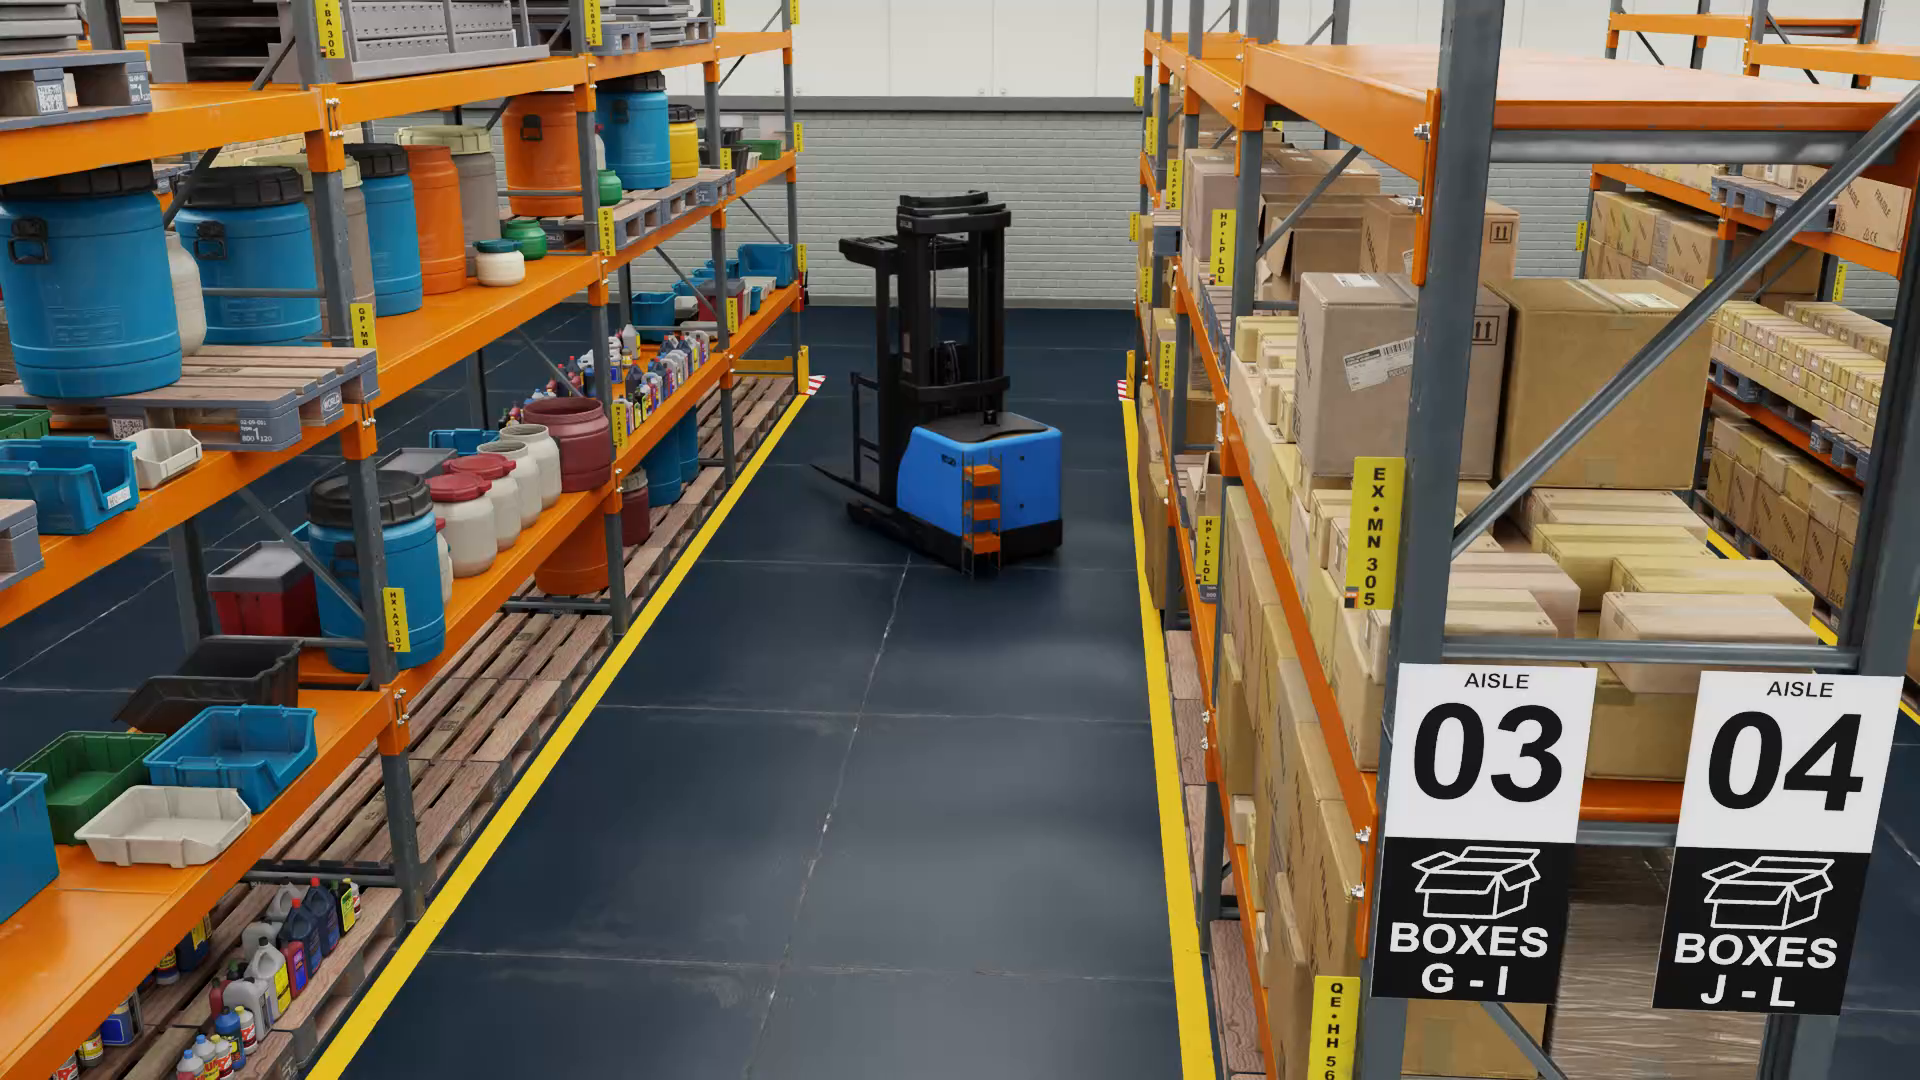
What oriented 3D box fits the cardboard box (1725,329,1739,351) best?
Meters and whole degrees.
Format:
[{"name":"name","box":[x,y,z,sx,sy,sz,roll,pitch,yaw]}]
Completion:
[{"name":"cardboard box","box":[6.678,-1.680,13.985,0.380,0.149,0.250,2,18,5]}]

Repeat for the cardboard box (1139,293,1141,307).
[{"name":"cardboard box","box":[2.120,-2.574,17.866,0.380,0.149,0.250,1,18,3]}]

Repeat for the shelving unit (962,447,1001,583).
[{"name":"shelving unit","box":[0.171,-0.199,13.345,0.252,1.050,0.215,-9,20,-24]}]

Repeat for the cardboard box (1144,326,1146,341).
[{"name":"cardboard box","box":[1.991,-2.016,16.161,0.380,0.149,0.250,1,18,3]}]

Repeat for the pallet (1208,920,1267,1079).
[{"name":"pallet","box":[1.673,2.146,7.536,1.003,0.211,1.213,1,18,4]}]

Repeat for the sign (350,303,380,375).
[{"name":"sign","box":[-2.707,-0.914,7.562,0.100,0.325,0.005,1,18,4]}]

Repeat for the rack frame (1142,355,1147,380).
[{"name":"rack frame","box":[2.549,-3.116,19.115,0.949,2.616,0.053,1,18,4]}]

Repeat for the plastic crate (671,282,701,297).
[{"name":"plastic crate","box":[-2.856,-2.604,17.725,0.416,0.233,0.300,1,18,4]}]

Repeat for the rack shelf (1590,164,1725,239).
[{"name":"rack shelf","box":[7.343,-3.436,16.431,1.077,0.370,4.000,1,18,4]}]

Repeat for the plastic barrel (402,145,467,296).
[{"name":"plastic barrel","box":[-3.290,-1.918,9.952,0.600,0.830,0.708,1,18,4]}]

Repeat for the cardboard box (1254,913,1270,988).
[{"name":"cardboard box","box":[1.216,1.411,5.702,0.380,0.149,0.250,1,18,4]}]

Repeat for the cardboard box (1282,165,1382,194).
[{"name":"cardboard box","box":[2.111,-1.875,9.548,0.500,0.500,0.500,2,18,5]}]

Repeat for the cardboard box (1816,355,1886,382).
[{"name":"cardboard box","box":[6.545,-1.257,12.215,0.380,0.149,0.250,2,18,6]}]

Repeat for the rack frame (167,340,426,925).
[{"name":"rack frame","box":[-3.254,0.500,8.078,1.000,3.000,0.127,1,18,4]}]

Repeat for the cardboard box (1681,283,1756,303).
[{"name":"cardboard box","box":[6.952,-2.077,15.306,0.500,0.500,0.500,1,18,4]}]

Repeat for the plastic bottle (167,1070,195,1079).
[{"name":"plastic bottle","box":[-3.066,2.198,6.552,0.061,0.283,0.133,2,18,5]}]

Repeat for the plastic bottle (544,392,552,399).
[{"name":"plastic bottle","box":[-3.279,-1.071,13.194,0.097,0.201,0.097,0,18,0]}]

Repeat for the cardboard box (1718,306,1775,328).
[{"name":"cardboard box","box":[6.698,-1.896,14.164,0.380,0.149,0.250,2,18,5]}]

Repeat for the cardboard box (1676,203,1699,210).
[{"name":"cardboard box","box":[7.637,-3.171,17.039,0.500,0.500,0.500,2,18,7]}]

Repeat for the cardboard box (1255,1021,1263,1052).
[{"name":"cardboard box","box":[1.584,1.901,7.145,0.500,0.500,0.500,7,20,21]}]

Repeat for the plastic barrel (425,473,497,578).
[{"name":"plastic barrel","box":[-2.915,-0.084,9.645,0.433,0.535,0.433,0,18,0]}]

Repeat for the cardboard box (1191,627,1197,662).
[{"name":"cardboard box","box":[1.944,0.556,11.217,0.700,0.500,0.500,0,18,1]}]

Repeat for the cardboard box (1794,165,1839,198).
[{"name":"cardboard box","box":[6.958,-2.929,12.886,0.797,0.503,0.637,1,18,3]}]

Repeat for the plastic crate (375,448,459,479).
[{"name":"plastic crate","box":[-3.389,-0.277,10.349,0.402,0.464,0.583,1,18,4]}]

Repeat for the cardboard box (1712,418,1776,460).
[{"name":"cardboard box","box":[6.883,-0.876,14.415,0.500,0.250,0.500,0,18,1]}]

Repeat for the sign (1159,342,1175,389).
[{"name":"sign","box":[1.419,-1.193,11.387,0.100,0.325,0.005,1,18,4]}]

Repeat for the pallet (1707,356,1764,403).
[{"name":"pallet","box":[6.999,-1.406,14.205,1.003,0.211,1.213,1,18,4]}]

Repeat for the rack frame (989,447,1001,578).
[{"name":"rack frame","box":[0.281,-0.216,13.395,0.008,1.050,0.200,-9,20,-24]}]

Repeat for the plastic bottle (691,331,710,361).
[{"name":"plastic bottle","box":[-2.387,-1.796,15.285,0.152,0.276,0.135,1,18,4]}]

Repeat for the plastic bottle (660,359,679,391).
[{"name":"plastic bottle","box":[-2.475,-1.412,14.113,0.152,0.276,0.135,1,18,4]}]

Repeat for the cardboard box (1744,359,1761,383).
[{"name":"cardboard box","box":[6.639,-1.379,13.543,0.380,0.149,0.250,0,18,1]}]

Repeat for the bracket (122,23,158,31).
[{"name":"bracket","box":[-7.478,-5.292,17.054,0.831,0.071,3.687,1,18,4]}]

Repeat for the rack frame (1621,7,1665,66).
[{"name":"rack frame","box":[7.483,-5.825,17.748,0.949,2.616,0.053,1,18,4]}]

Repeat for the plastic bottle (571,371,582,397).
[{"name":"plastic bottle","box":[-3.125,-1.231,13.549,0.061,0.283,0.133,1,18,4]}]

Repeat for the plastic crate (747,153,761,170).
[{"name":"plastic crate","box":[-2.295,-3.879,17.051,0.437,0.136,0.530,1,18,4]}]

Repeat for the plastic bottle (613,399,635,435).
[{"name":"plastic bottle","box":[-2.581,-0.954,12.716,0.152,0.276,0.135,1,18,4]}]

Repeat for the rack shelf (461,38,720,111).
[{"name":"rack shelf","box":[-2.824,-3.682,13.006,1.077,0.370,4.000,1,18,4]}]

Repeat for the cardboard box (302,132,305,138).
[{"name":"cardboard box","box":[-7.192,-4.454,17.820,0.500,0.250,0.500,1,18,4]}]

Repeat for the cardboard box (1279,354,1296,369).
[{"name":"cardboard box","box":[1.389,-0.593,6.200,0.380,0.149,0.250,2,18,6]}]

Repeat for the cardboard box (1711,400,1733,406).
[{"name":"cardboard box","box":[7.574,-1.284,16.473,0.380,0.149,0.250,2,18,5]}]

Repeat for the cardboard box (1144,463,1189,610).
[{"name":"cardboard box","box":[2.043,-0.035,12.451,1.225,0.875,0.875,0,18,1]}]

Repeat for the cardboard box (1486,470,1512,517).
[{"name":"cardboard box","box":[1.777,-0.174,4.920,0.380,0.149,0.250,0,18,1]}]

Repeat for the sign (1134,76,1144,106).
[{"name":"sign","box":[1.993,-5.009,18.543,0.100,0.325,0.005,1,18,4]}]

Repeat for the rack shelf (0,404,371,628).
[{"name":"rack shelf","box":[-3.398,0.038,5.828,1.077,0.370,4.000,1,18,4]}]

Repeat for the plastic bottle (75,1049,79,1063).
[{"name":"plastic bottle","box":[-3.784,2.040,6.927,0.144,0.351,0.185,2,18,6]}]

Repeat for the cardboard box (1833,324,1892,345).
[{"name":"cardboard box","box":[7.287,-1.644,13.396,0.380,0.149,0.250,1,18,2]}]

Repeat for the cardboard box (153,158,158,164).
[{"name":"cardboard box","box":[-7.852,-3.607,16.037,0.500,0.250,0.500,1,18,4]}]

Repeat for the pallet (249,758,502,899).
[{"name":"pallet","box":[-3.237,1.581,9.260,1.003,0.211,1.213,1,18,4]}]

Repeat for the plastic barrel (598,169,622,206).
[{"name":"plastic barrel","box":[-2.662,-2.617,12.350,0.294,0.245,0.294,0,18,0]}]

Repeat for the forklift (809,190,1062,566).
[{"name":"forklift","box":[-0.357,-1.587,14.558,1.130,2.935,3.031,-11,21,-31]}]

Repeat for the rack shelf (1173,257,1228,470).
[{"name":"rack shelf","box":[1.829,-1.094,9.282,1.077,0.370,4.000,1,18,4]}]

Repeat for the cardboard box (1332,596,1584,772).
[{"name":"cardboard box","box":[1.180,0.344,3.980,0.500,0.250,0.500,2,18,5]}]

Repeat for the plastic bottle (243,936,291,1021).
[{"name":"plastic bottle","box":[-3.050,1.917,7.304,0.144,0.351,0.185,1,18,4]}]

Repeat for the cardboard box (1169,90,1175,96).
[{"name":"cardboard box","box":[2.413,-4.340,17.036,0.700,0.500,0.500,0,18,0]}]

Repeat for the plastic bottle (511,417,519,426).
[{"name":"plastic bottle","box":[-3.338,-0.818,12.421,0.097,0.201,0.097,0,18,0]}]

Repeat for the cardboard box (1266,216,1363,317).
[{"name":"cardboard box","box":[1.818,-1.207,7.631,0.797,0.503,0.637,0,18,1]}]

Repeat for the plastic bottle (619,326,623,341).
[{"name":"plastic bottle","box":[-3.133,-1.824,15.361,0.061,0.283,0.133,1,18,4]}]

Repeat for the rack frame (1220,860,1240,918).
[{"name":"rack frame","box":[1.689,0.611,7.741,0.949,2.616,0.053,1,18,4]}]
